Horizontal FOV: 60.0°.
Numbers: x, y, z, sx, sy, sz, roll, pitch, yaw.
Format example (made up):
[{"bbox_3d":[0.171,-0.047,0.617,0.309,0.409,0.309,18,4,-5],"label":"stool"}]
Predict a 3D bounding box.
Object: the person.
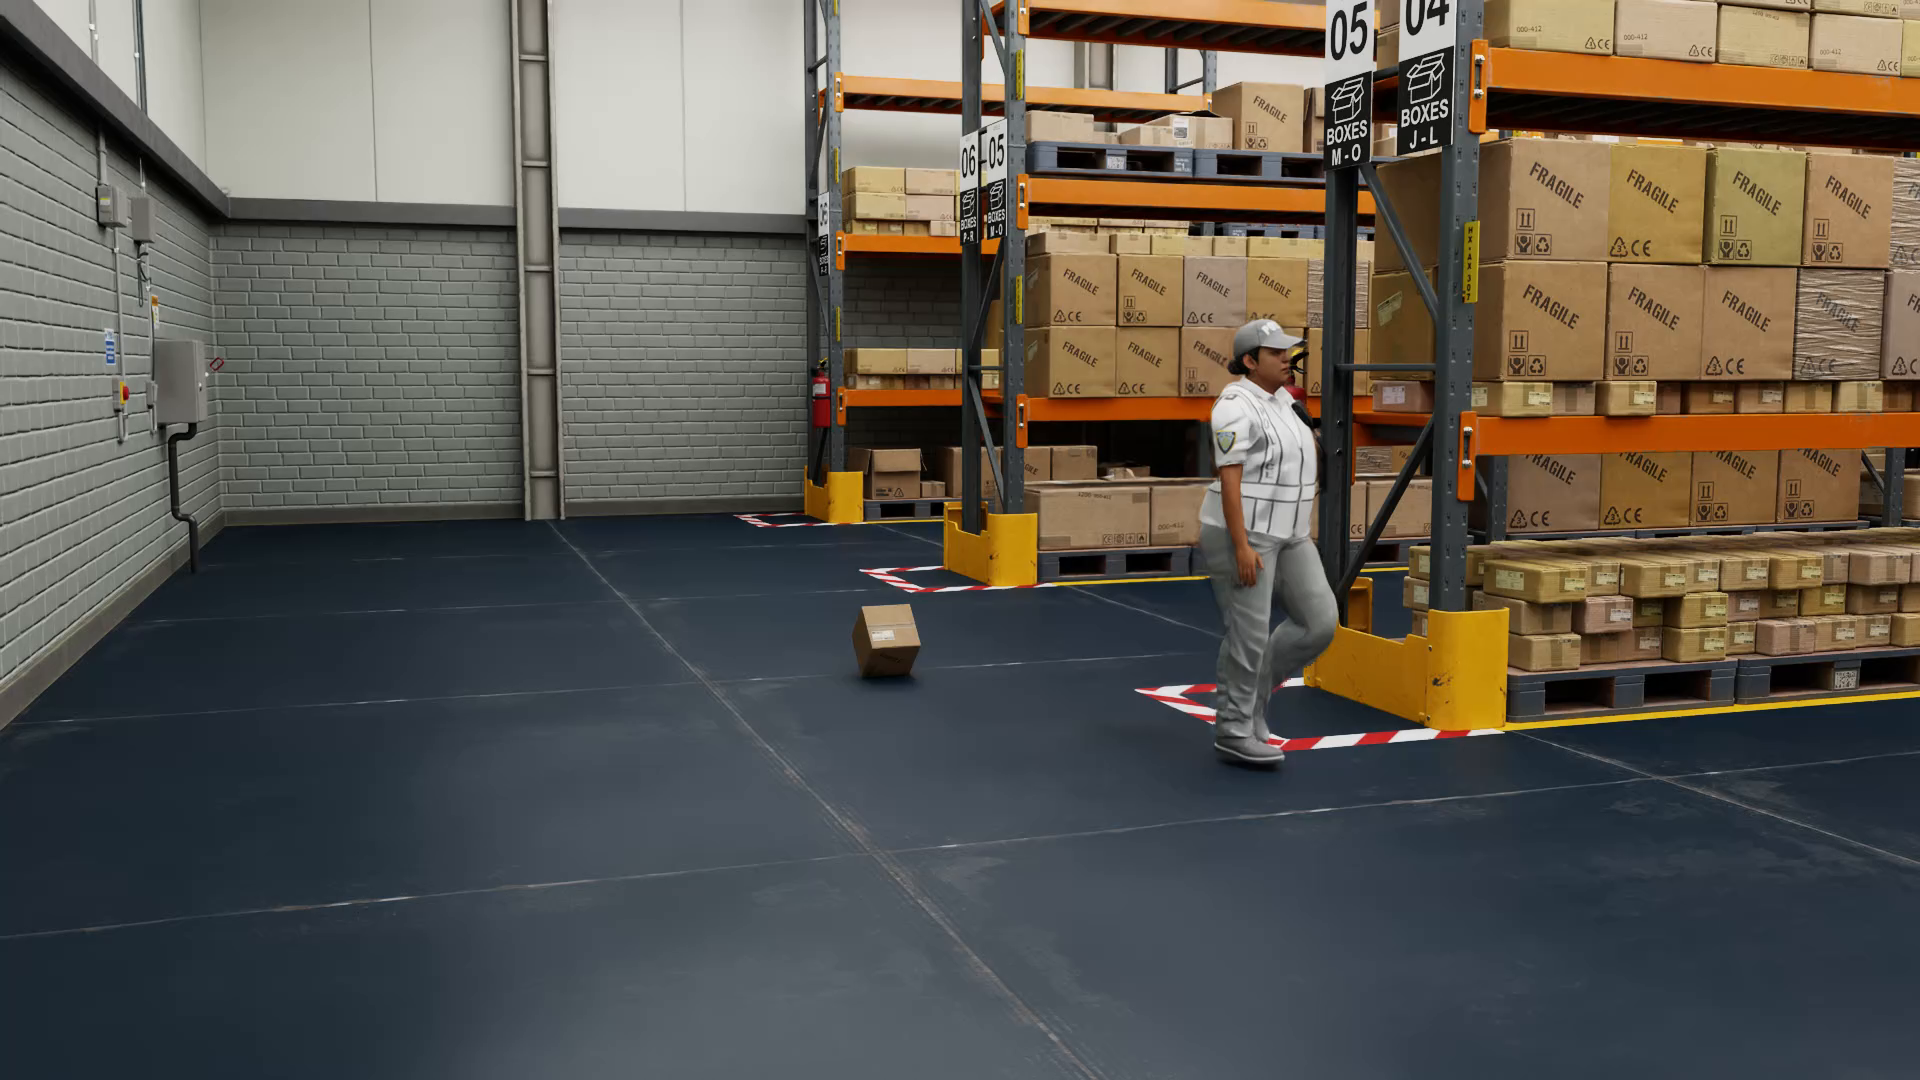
[{"bbox_3d":[1.137,0.003,6.300,0.487,1.667,0.462,-6,8,-44],"label":"person"}]
